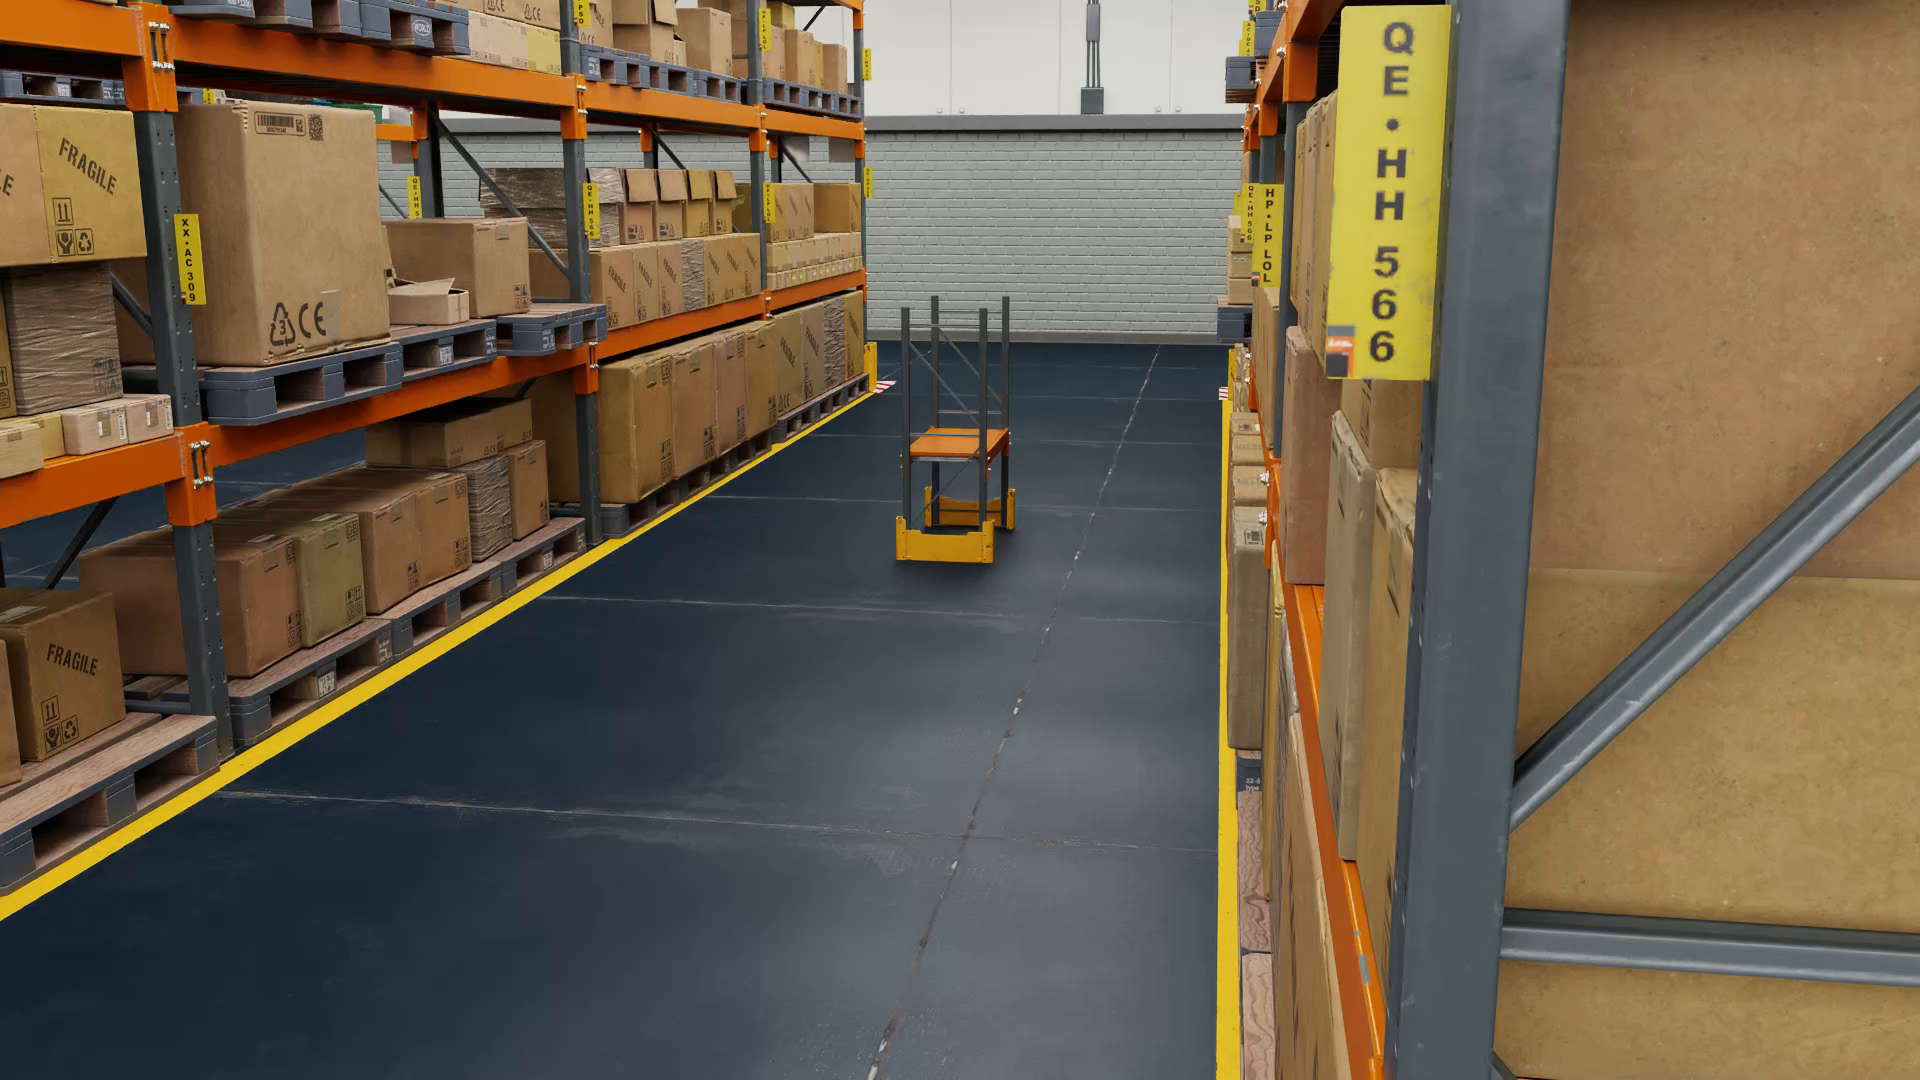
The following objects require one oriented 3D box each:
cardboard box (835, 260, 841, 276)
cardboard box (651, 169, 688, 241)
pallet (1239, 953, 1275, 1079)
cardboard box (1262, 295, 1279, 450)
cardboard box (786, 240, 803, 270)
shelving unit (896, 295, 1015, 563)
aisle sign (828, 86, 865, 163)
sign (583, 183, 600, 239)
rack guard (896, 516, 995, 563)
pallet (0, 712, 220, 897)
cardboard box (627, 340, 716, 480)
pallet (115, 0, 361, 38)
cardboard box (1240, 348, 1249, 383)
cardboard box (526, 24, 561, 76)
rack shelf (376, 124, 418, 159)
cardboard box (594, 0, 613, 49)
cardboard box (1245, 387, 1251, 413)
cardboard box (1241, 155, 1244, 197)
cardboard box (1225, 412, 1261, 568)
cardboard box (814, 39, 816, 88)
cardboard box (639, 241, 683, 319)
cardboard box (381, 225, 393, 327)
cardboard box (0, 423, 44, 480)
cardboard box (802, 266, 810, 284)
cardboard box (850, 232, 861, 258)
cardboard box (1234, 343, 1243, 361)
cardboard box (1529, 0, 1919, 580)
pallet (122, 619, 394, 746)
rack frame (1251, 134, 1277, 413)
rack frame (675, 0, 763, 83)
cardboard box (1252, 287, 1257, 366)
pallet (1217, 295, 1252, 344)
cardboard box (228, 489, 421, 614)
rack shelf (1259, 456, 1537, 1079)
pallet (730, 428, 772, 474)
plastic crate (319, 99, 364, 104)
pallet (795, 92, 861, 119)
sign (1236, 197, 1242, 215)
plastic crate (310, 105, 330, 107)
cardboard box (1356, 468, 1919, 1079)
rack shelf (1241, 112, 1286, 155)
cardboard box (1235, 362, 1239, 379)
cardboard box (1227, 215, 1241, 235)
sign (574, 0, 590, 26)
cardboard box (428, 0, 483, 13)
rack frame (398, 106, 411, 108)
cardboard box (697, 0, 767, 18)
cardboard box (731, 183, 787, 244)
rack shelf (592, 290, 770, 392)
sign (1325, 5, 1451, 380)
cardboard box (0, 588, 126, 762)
[{"bbox_3d":[-1.393,-2.695,16.476,0.380,0.149,0.250,2,12,7],"label":"cardboard box"},{"bbox_3d":[-2.410,-2.417,11.968,0.797,0.503,0.637,2,12,10],"label":"cardboard box"},{"bbox_3d":[1.153,1.338,3.785,1.003,0.211,1.213,2,12,9],"label":"pallet"},{"bbox_3d":[1.348,-0.602,5.929,0.500,0.500,0.500,2,12,8],"label":"cardboard box"},{"bbox_3d":[-1.710,-2.548,14.845,0.500,0.250,0.500,2,12,8],"label":"cardboard box"},{"bbox_3d":[-0.012,-0.717,10.262,0.587,1.500,1.083,2,12,9],"label":"shelving unit"},{"bbox_3d":[-1.200,-4.392,17.581,0.394,0.787,0.004,2,12,9],"label":"aisle sign"},{"bbox_3d":[-2.200,-1.962,9.917,0.100,0.325,0.005,2,12,9],"label":"sign"},{"bbox_3d":[-0.088,-0.003,9.912,0.587,0.250,0.087,2,12,9],"label":"rack guard"},{"bbox_3d":[-3.422,0.887,5.879,1.003,0.211,1.213,2,12,9],"label":"pallet"},{"bbox_3d":[-2.467,-0.945,11.806,1.225,0.875,0.875,2,12,9],"label":"cardboard box"},{"bbox_3d":[-3.153,-2.117,6.523,1.213,0.211,1.003,2,12,9],"label":"pallet"},{"bbox_3d":[2.388,-1.306,12.589,0.500,0.250,0.500,1,12,6],"label":"cardboard box"},{"bbox_3d":[-2.569,-2.736,9.306,0.500,0.250,0.500,2,12,9],"label":"cardboard box"},{"bbox_3d":[-6.709,-3.974,16.403,1.077,0.370,4.000,2,12,9],"label":"rack shelf"},{"bbox_3d":[-2.670,-3.483,11.179,0.500,0.500,0.500,3,12,12],"label":"cardboard box"},{"bbox_3d":[1.994,-0.769,10.100,0.500,0.250,0.500,2,12,7],"label":"cardboard box"},{"bbox_3d":[2.798,-3.213,14.966,0.500,0.500,0.500,1,12,7],"label":"cardboard box"},{"bbox_3d":[1.965,-0.250,8.877,1.050,0.750,0.750,2,12,8],"label":"cardboard box"},{"bbox_3d":[-1.772,-4.553,15.906,0.700,0.500,0.500,1,12,5],"label":"cardboard box"},{"bbox_3d":[-2.242,-1.806,11.515,0.500,0.500,0.500,2,12,8],"label":"cardboard box"},{"bbox_3d":[-3.178,-1.237,7.872,0.797,0.503,0.637,3,13,14],"label":"cardboard box"},{"bbox_3d":[-3.170,-0.283,5.283,0.380,0.149,0.250,2,12,9],"label":"cardboard box"},{"bbox_3d":[-1.591,-2.428,15.238,0.380,0.149,0.250,2,12,8],"label":"cardboard box"},{"bbox_3d":[-1.320,-3.078,17.307,0.500,0.250,0.500,2,12,8],"label":"cardboard box"},{"bbox_3d":[2.873,-1.829,16.217,0.380,0.149,0.250,2,12,8],"label":"cardboard box"},{"bbox_3d":[1.012,-0.280,1.755,0.875,0.550,0.550,2,12,9],"label":"cardboard box"},{"bbox_3d":[-3.235,0.583,7.285,1.003,0.211,1.213,2,12,9],"label":"pallet"},{"bbox_3d":[2.147,-1.268,9.259,1.000,3.000,0.127,2,12,9],"label":"rack frame"},{"bbox_3d":[-2.123,-5.216,13.334,1.000,3.000,0.127,2,12,9],"label":"rack frame"},{"bbox_3d":[1.736,-1.127,8.364,0.500,0.500,0.500,2,12,8],"label":"cardboard box"},{"bbox_3d":[2.152,-1.327,9.984,1.213,0.211,1.003,2,12,9],"label":"pallet"},{"bbox_3d":[-3.060,0.047,8.044,0.700,0.500,0.500,1,12,4],"label":"cardboard box"},{"bbox_3d":[1.225,0.332,3.540,1.077,0.370,4.000,2,12,9],"label":"rack shelf"},{"bbox_3d":[-2.167,-0.757,13.504,1.003,0.211,1.213,2,12,9],"label":"pallet"},{"bbox_3d":[-6.736,-4.607,17.943,0.497,0.269,0.590,2,12,9],"label":"plastic crate"},{"bbox_3d":[-1.611,-4.384,16.805,1.003,0.211,1.213,2,12,9],"label":"pallet"},{"bbox_3d":[2.225,-2.540,13.106,0.100,0.325,0.005,2,12,9],"label":"sign"},{"bbox_3d":[-6.474,-4.175,16.253,0.437,0.136,0.530,2,12,9],"label":"plastic crate"},{"bbox_3d":[0.929,0.245,1.881,0.875,0.550,0.550,2,12,9],"label":"cardboard box"},{"bbox_3d":[3.070,-3.632,14.815,1.077,0.370,4.000,2,12,9],"label":"rack shelf"},{"bbox_3d":[2.849,-1.631,16.007,0.380,0.149,0.250,2,12,10],"label":"cardboard box"},{"bbox_3d":[2.248,-2.407,12.731,0.380,0.149,0.250,3,12,12],"label":"cardboard box"},{"bbox_3d":[-2.202,-3.151,9.649,0.100,0.325,0.005,2,12,9],"label":"sign"},{"bbox_3d":[-2.724,-2.893,8.252,0.500,0.500,0.500,2,12,10],"label":"cardboard box"},{"bbox_3d":[-6.402,-6.209,17.943,1.000,3.000,0.127,2,12,9],"label":"rack frame"},{"bbox_3d":[-1.972,-4.614,14.414,0.500,0.250,0.500,1,12,5],"label":"cardboard box"},{"bbox_3d":[-1.796,-2.813,14.296,0.500,0.500,0.500,2,12,9],"label":"cardboard box"},{"bbox_3d":[-2.430,-1.515,12.110,1.077,0.370,4.000,2,12,9],"label":"rack shelf"},{"bbox_3d":[0.383,-0.305,1.480,0.100,0.325,0.005,2,12,9],"label":"sign"},{"bbox_3d":[-3.454,0.481,6.078,0.500,0.500,0.500,1,12,7],"label":"cardboard box"}]
